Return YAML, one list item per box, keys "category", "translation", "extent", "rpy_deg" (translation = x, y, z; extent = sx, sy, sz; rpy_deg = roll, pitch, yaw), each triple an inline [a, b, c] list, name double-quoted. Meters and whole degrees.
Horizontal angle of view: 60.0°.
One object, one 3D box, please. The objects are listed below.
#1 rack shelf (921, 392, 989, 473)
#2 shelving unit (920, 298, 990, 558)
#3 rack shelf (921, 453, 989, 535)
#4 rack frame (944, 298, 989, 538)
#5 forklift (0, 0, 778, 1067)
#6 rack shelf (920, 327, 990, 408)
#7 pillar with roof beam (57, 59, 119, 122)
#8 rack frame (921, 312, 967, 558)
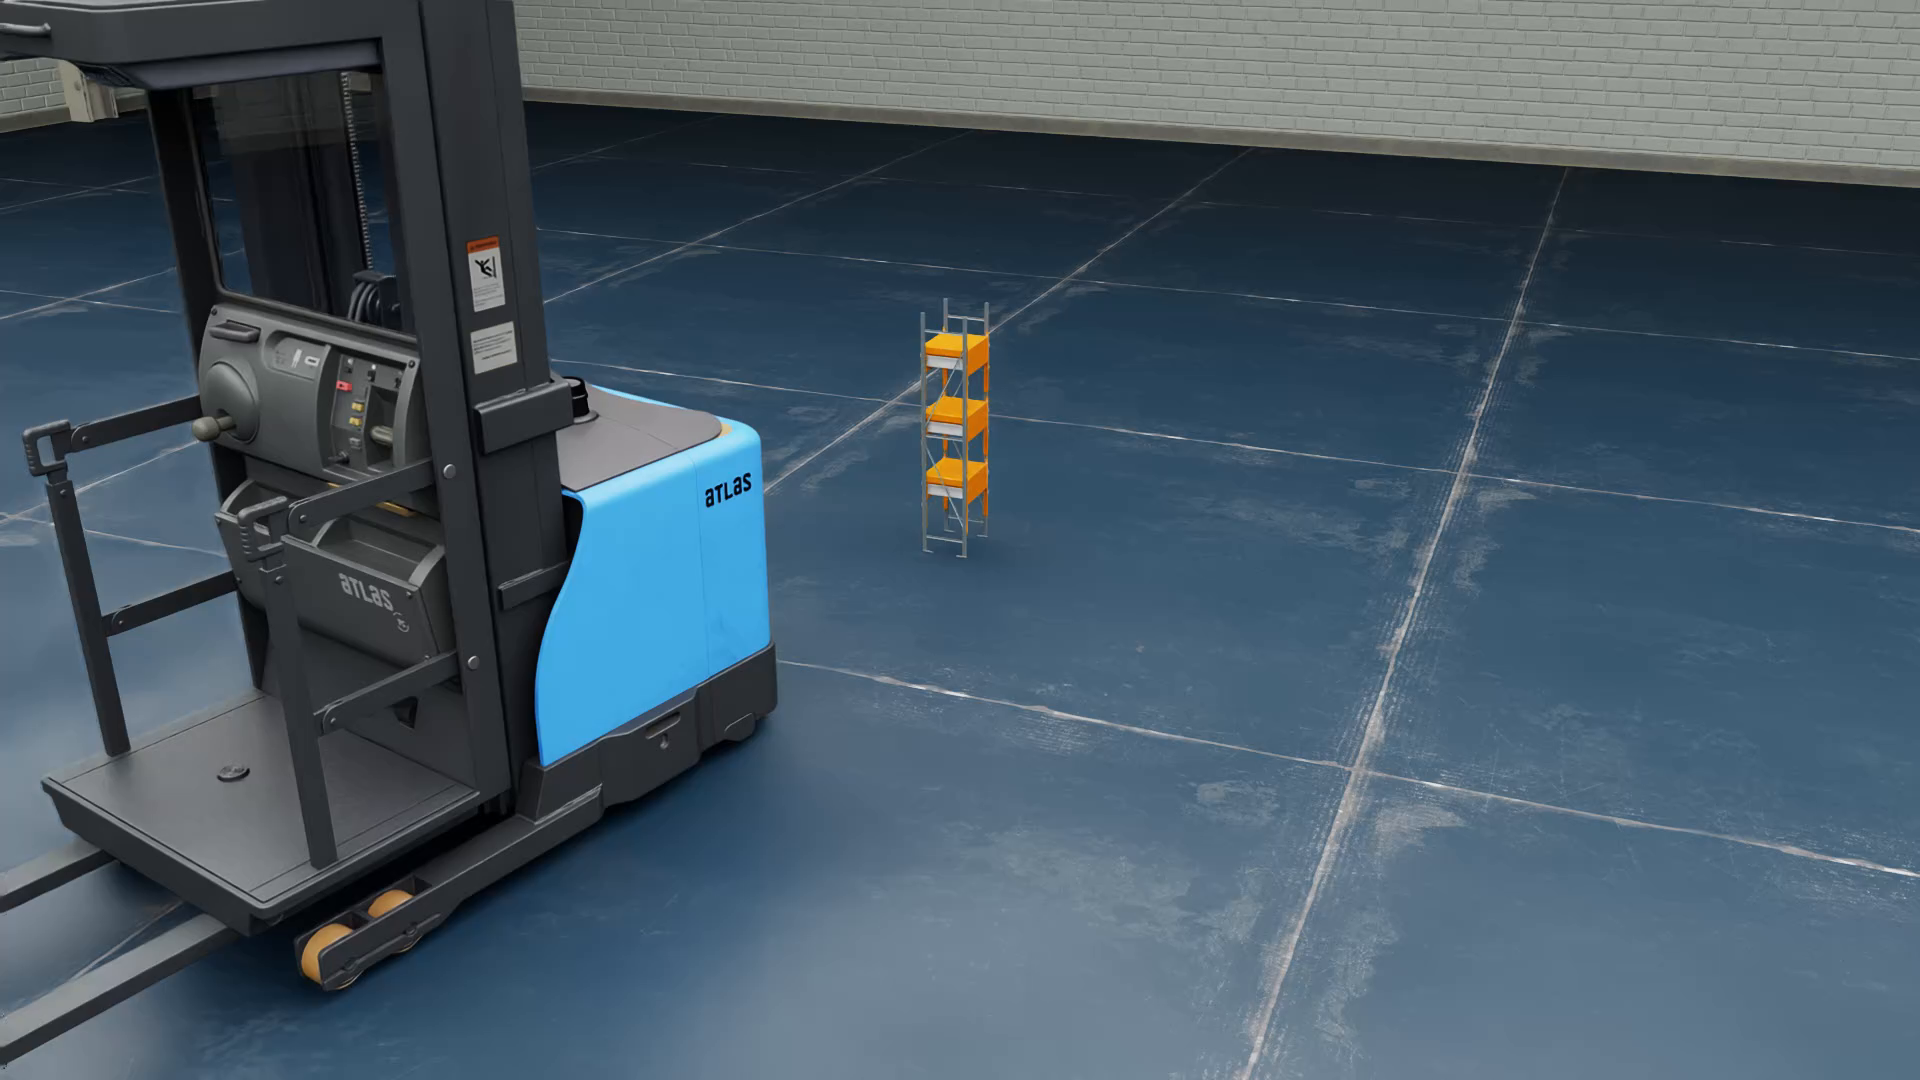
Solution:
- category: "rack shelf"
  translation: [-0.020, -0.456, 7.006]
  extent: [0.215, 0.259, 0.240]
  rpy_deg: [9, 24, 20]
- category: "shelving unit"
  translation: [-0.020, -0.465, 7.002]
  extent: [0.215, 1.050, 0.252]
  rpy_deg: [9, 24, 20]
- category: "rack shelf"
  translation: [-0.020, -0.199, 7.113]
  extent: [0.215, 0.259, 0.240]
  rpy_deg: [9, 24, 20]
- category: "rack frame"
  translation: [0.025, -0.509, 7.106]
  extent: [0.200, 1.050, 0.008]
  rpy_deg: [9, 24, 20]
- category: "forklift"
  translation: [-1.894, -0.376, 4.346]
  extent: [1.130, 2.935, 3.031]
  rpy_deg: [15, 27, 33]
- category: "rack shelf"
  translation: [-0.020, -0.717, 6.897]
  extent: [0.215, 0.259, 0.240]
  rpy_deg: [9, 24, 20]
- category: "pillar with roof beam"
  translation: [-5.585, -8.197, 15.198]
  extent: [9.100, 9.000, 0.400]
  rpy_deg: [9, 24, 20]
- category: "rack frame"
  translation: [-0.065, -0.422, 6.897]
  extent: [0.200, 1.050, 0.008]
  rpy_deg: [9, 24, 20]
